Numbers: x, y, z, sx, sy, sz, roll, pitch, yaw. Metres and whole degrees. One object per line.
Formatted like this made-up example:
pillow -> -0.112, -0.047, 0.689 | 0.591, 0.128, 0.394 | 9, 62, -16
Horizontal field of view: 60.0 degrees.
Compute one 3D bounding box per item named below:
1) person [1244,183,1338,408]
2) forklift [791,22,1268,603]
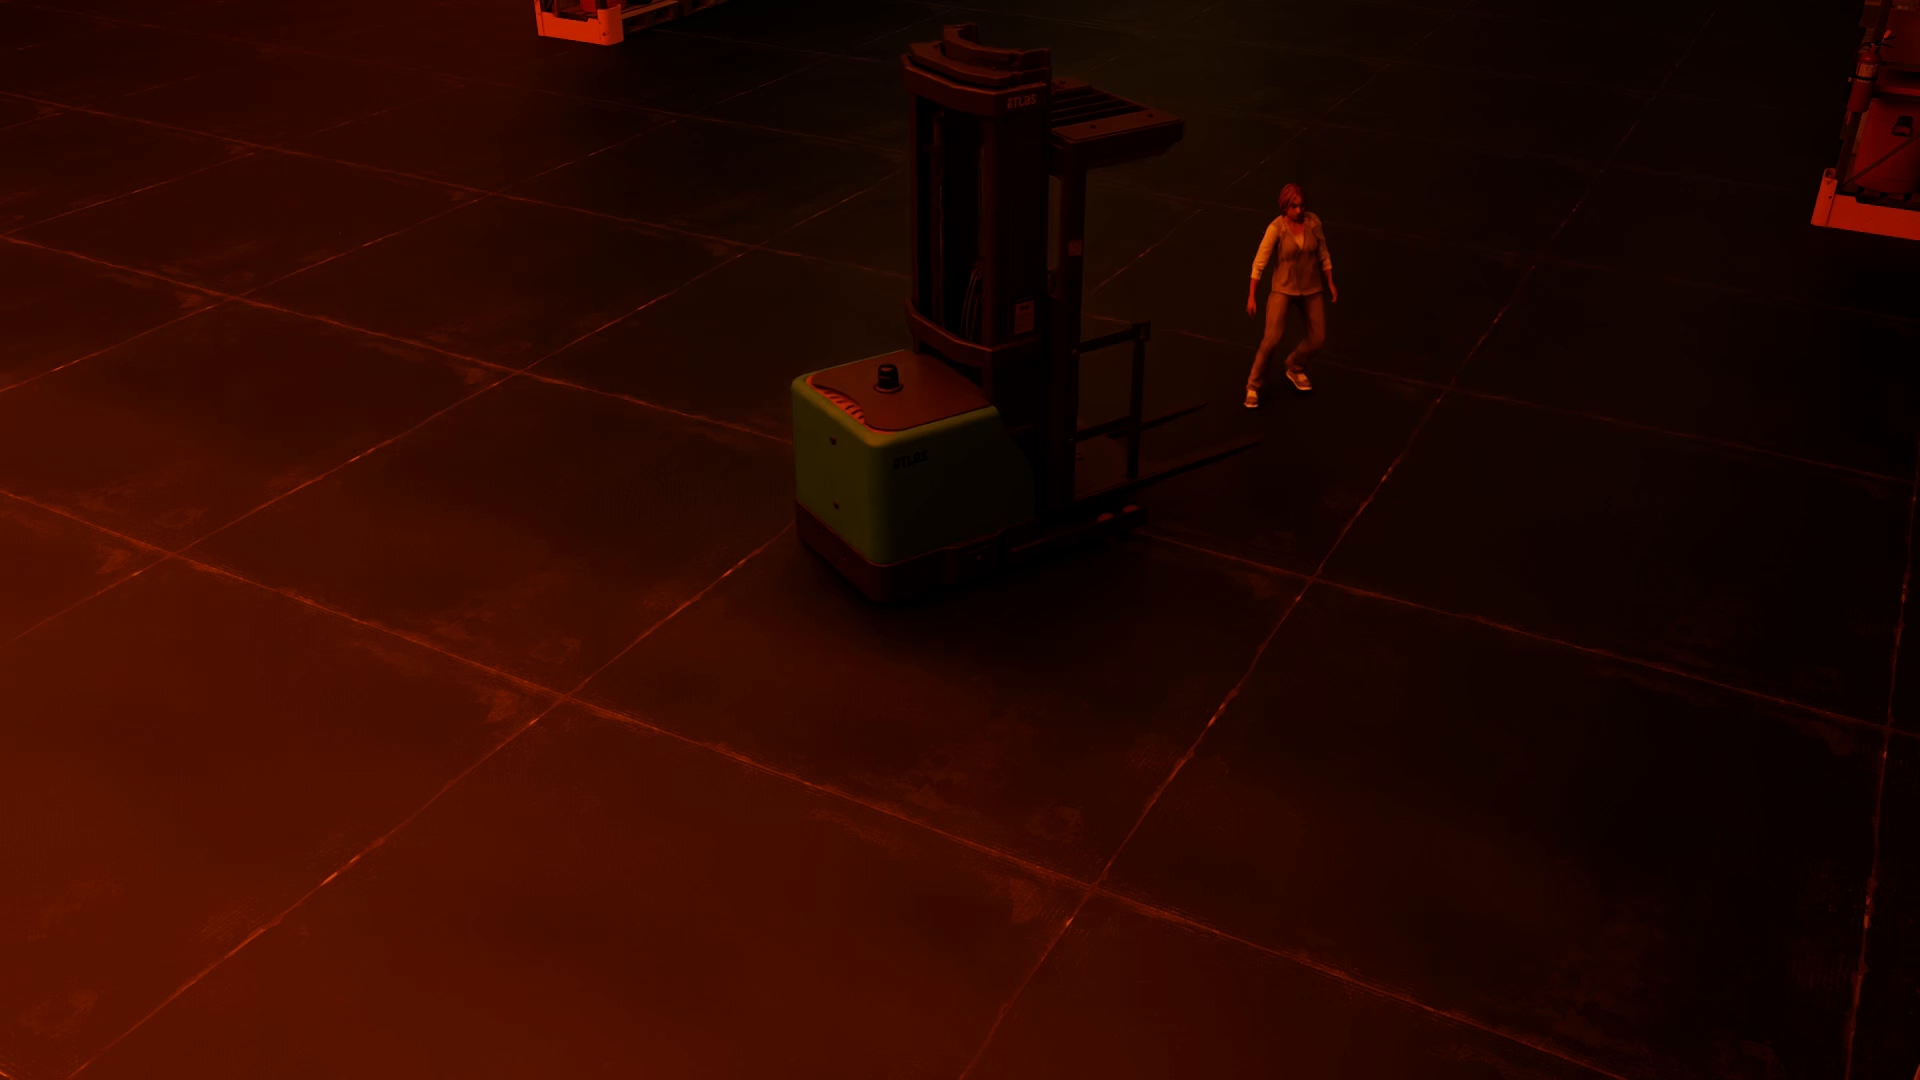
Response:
person -> 2.261, -1.681, 11.386 | 0.647, 1.515, 0.449 | -4, 30, -6
forklift -> 0.536, -1.467, 9.612 | 3.031, 2.935, 1.130 | -18, 35, -28
